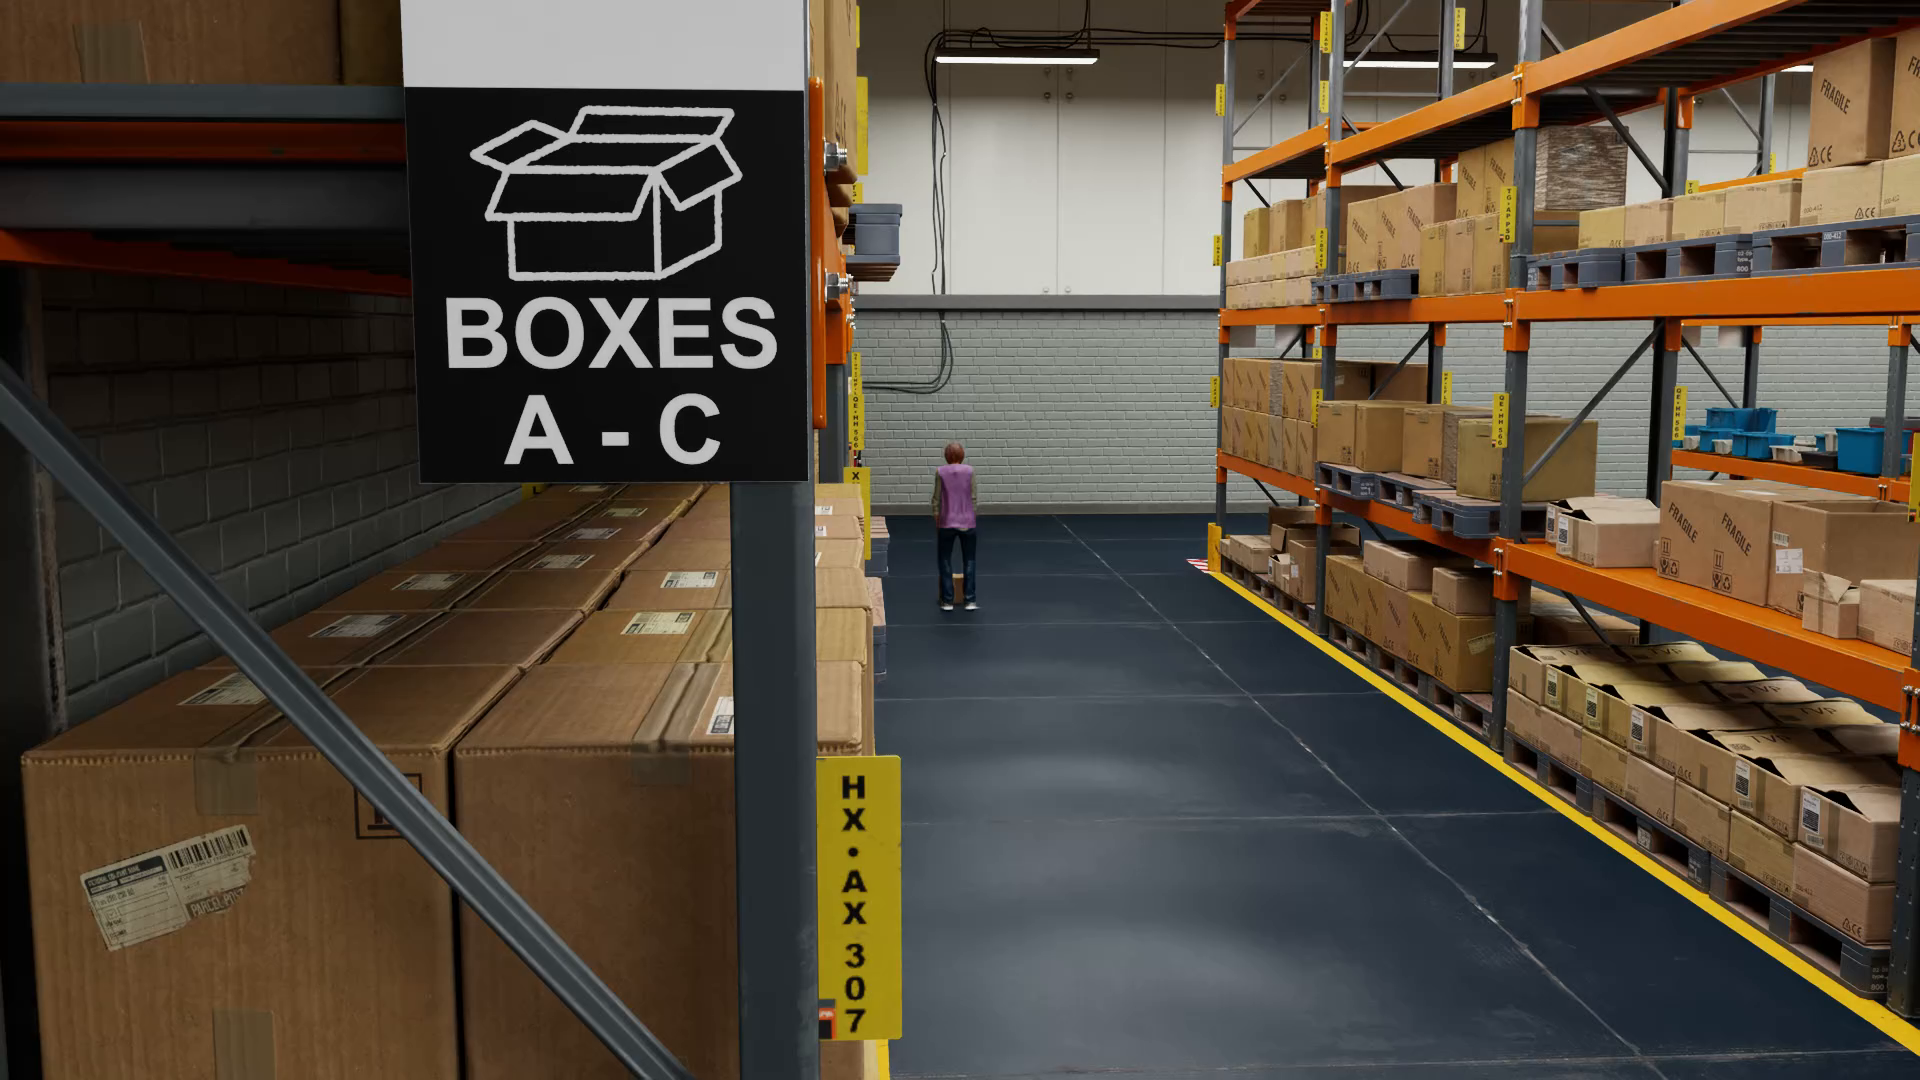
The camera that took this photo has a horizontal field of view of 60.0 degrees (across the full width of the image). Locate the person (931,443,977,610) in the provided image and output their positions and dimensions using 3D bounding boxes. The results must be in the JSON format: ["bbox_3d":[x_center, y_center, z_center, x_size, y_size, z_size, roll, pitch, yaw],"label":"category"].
[{"bbox_3d":[-0.052,-0.106,15.448,0.426,1.534,0.383,0,7,-2],"label":"person"}]
